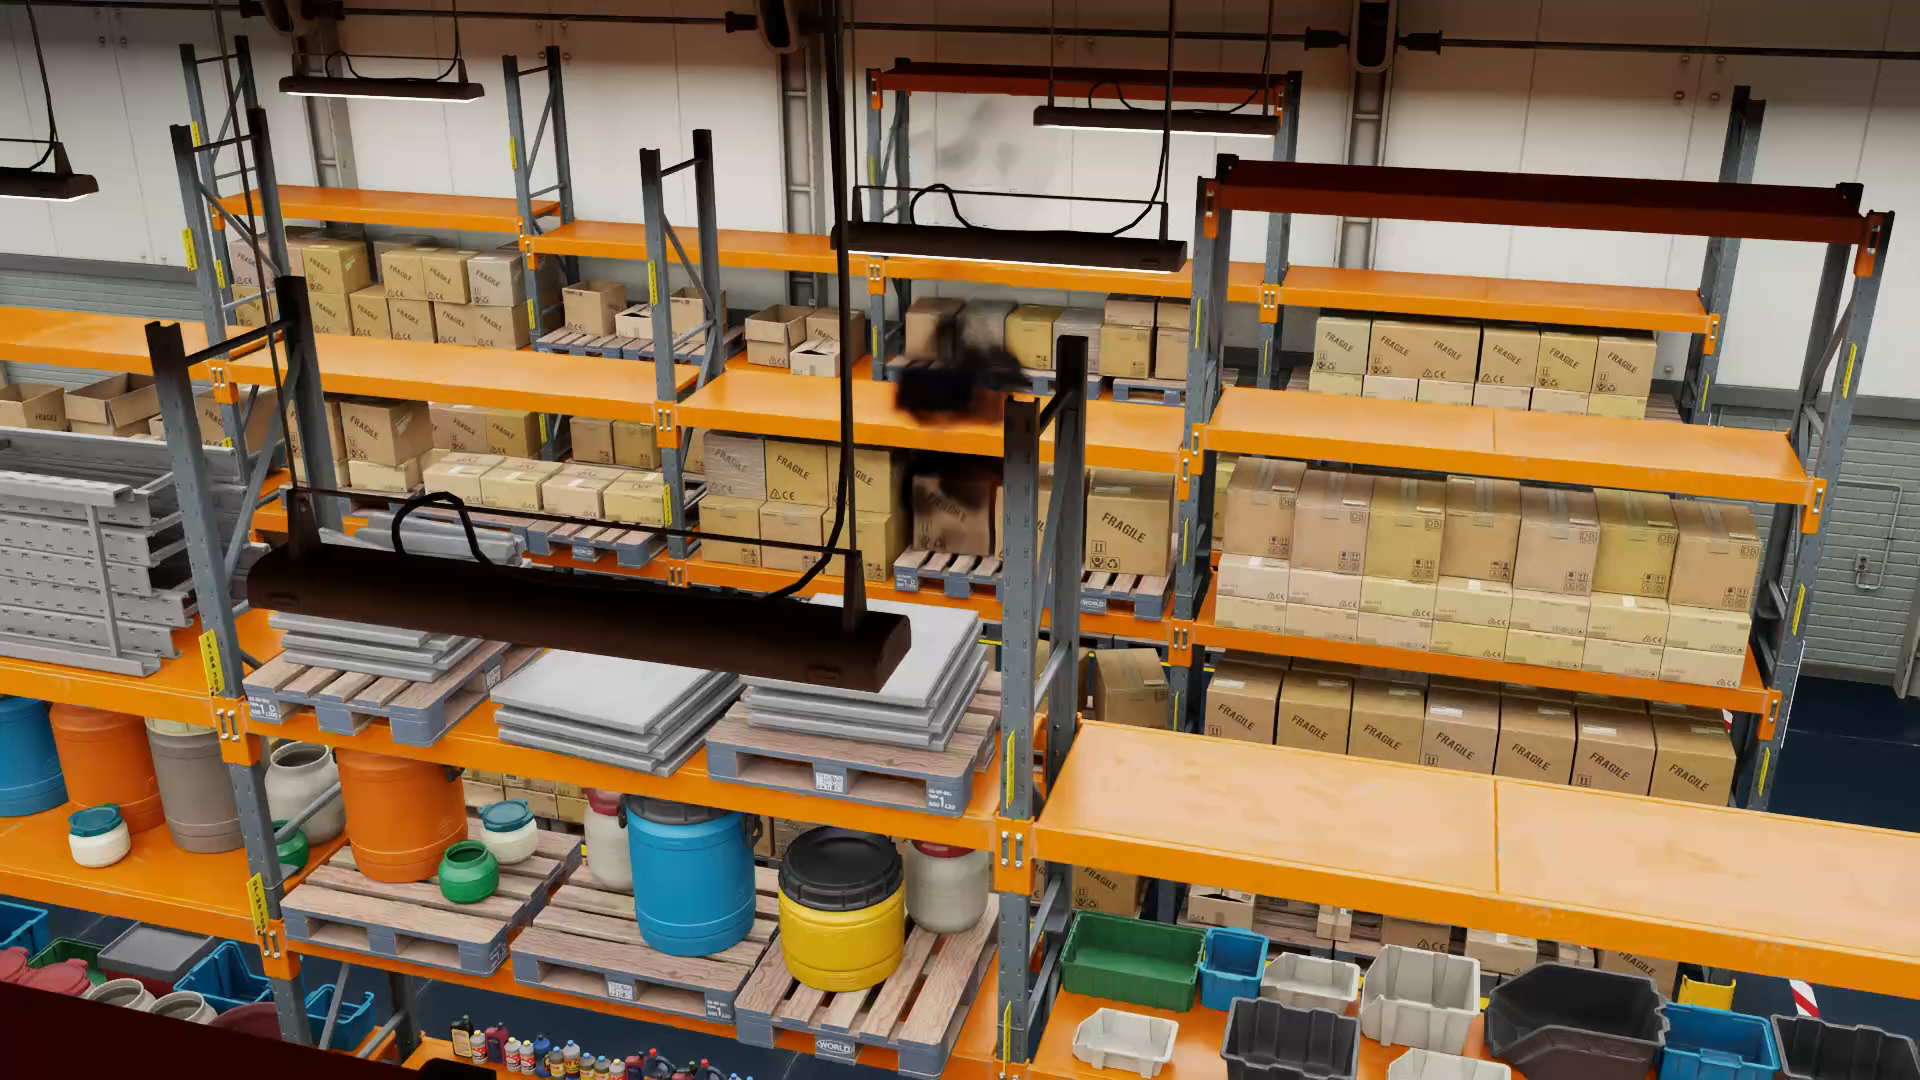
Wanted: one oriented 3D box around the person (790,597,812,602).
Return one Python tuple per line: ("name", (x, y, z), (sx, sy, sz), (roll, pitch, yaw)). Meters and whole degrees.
("person", (-1.319, 1.017, 16.016), (0.763, 1.839, 0.642), (5, 23, 12))
